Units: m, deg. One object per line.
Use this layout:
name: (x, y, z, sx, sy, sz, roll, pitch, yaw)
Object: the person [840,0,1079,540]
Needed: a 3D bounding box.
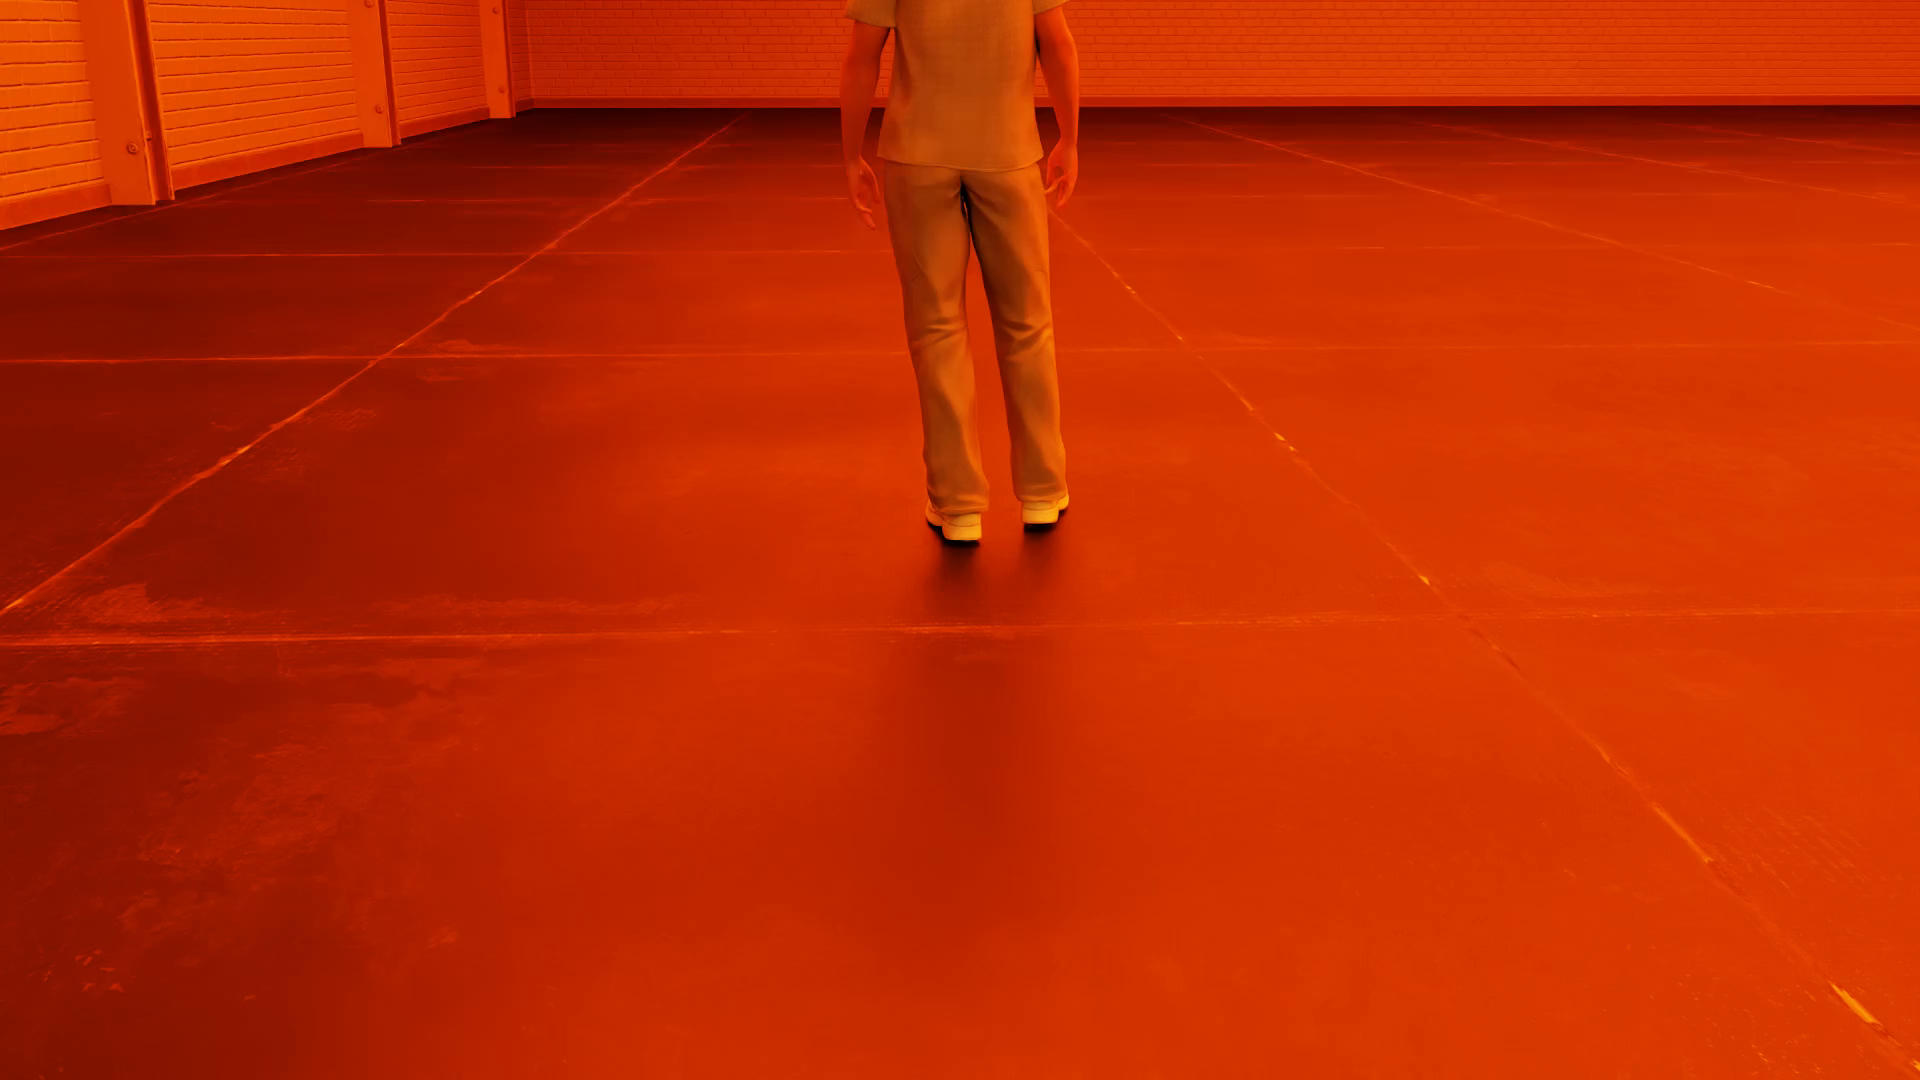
person: (0.010, -0.830, 3.742, 0.549, 1.675, 0.549, -1, 17, -3)
